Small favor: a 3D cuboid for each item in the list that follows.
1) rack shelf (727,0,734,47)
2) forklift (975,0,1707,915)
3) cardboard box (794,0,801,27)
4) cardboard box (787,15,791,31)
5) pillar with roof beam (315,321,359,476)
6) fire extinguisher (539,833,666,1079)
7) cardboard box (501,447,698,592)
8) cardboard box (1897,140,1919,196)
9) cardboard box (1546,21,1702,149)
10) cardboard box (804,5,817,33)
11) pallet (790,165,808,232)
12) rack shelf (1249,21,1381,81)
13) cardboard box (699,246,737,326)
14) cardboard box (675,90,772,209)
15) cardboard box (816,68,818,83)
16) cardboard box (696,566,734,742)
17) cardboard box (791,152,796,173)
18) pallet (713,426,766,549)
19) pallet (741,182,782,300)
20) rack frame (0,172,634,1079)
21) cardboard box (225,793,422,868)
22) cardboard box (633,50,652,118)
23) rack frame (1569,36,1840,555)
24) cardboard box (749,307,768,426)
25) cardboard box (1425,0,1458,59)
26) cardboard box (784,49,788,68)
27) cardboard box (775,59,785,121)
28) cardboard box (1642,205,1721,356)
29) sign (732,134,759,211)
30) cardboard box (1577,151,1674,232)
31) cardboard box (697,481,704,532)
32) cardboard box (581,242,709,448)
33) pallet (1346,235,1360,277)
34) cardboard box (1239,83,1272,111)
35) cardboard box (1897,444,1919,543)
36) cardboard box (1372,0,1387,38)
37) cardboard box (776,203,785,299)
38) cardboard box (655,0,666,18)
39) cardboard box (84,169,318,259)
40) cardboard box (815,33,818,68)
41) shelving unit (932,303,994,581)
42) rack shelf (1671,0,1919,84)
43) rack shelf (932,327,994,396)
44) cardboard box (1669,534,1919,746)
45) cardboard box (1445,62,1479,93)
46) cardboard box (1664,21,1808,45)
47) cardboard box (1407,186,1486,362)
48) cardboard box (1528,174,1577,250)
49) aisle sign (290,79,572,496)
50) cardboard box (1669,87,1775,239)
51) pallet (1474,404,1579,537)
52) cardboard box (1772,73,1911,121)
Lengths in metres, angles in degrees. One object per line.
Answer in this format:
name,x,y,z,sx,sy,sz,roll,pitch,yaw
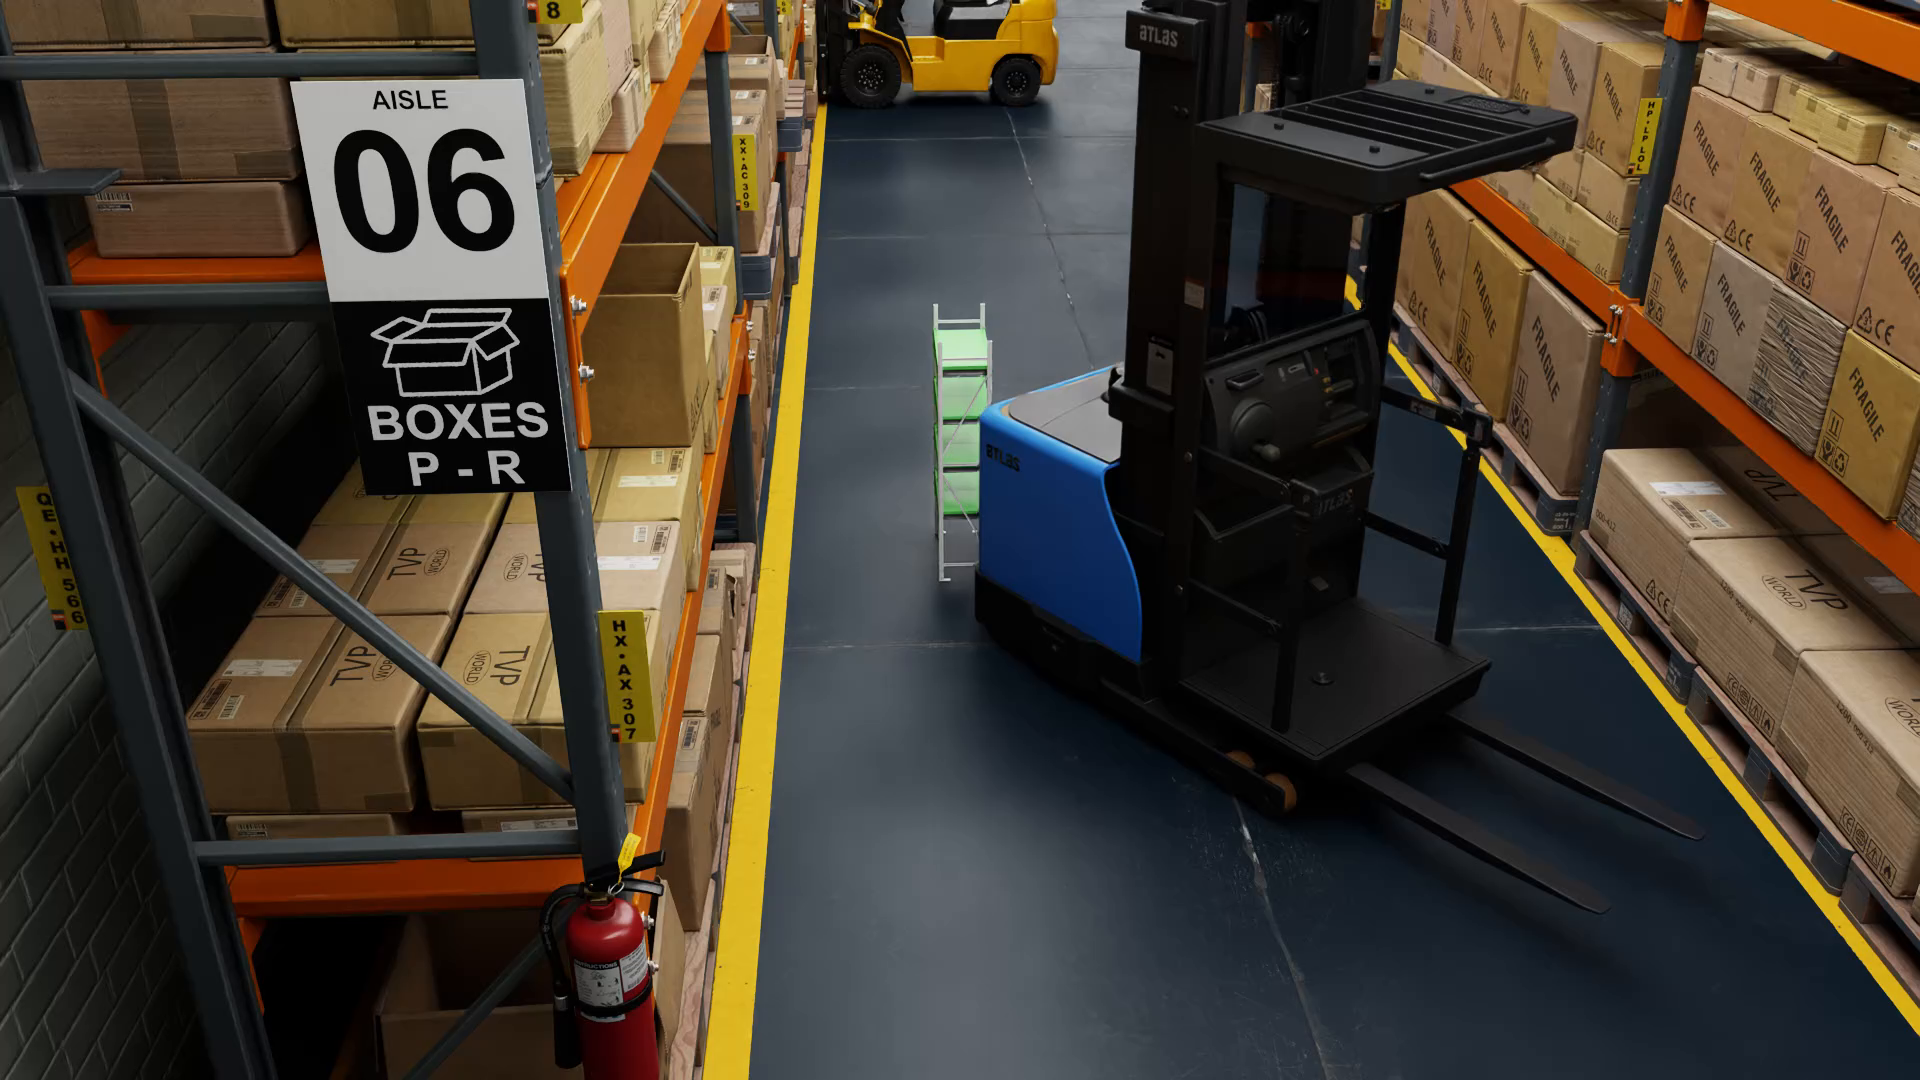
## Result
rack shelf,-1.560,-3.094,8.472,1.077,0.370,4.000,-1,28,-3
forklift,1.390,-0.519,6.076,1.130,2.935,3.031,-21,34,-34
cardboard box,-1.554,-4.328,13.467,0.500,0.250,0.500,-2,28,-3
cardboard box,-1.478,-3.845,12.001,0.500,0.250,0.500,-2,28,-4
pillar with roof beam,1.980,-3.579,5.382,9.100,9.000,0.400,-1,28,-3
fire extinguisher,-0.778,0.945,3.682,0.296,0.674,0.183,-1,28,-3
cardboard box,-1.058,-0.060,4.962,0.500,0.250,0.500,-2,28,-4
cardboard box,3.319,-1.200,5.416,0.380,0.149,0.250,-1,28,-2
cardboard box,3.192,-2.207,8.049,0.500,0.500,0.500,-1,28,-2
cardboard box,-1.640,-4.961,15.955,0.500,0.250,0.500,0,28,-1
pallet,-1.729,-2.713,13.223,1.003,0.211,1.213,-1,28,-3
rack shelf,3.188,-3.732,12.940,1.077,0.370,4.000,-1,28,-3
cardboard box,-1.186,-0.995,6.755,0.500,0.250,0.500,-1,28,-1
cardboard box,-1.285,-1.857,8.005,0.700,0.500,0.500,-1,28,-2
cardboard box,-1.653,-4.523,16.197,0.500,0.250,0.500,-1,28,-2
cardboard box,-1.244,0.451,6.391,0.700,0.500,0.500,-2,28,-5
cardboard box,-1.802,-3.387,13.615,0.875,0.625,0.625,-2,28,-3
pallet,-1.536,-0.297,8.592,1.003,0.211,1.213,-1,28,-3
pallet,-1.389,-1.445,7.985,1.003,0.211,1.213,-1,28,-3
rack frame,-1.247,0.688,3.687,1.000,3.000,0.127,-1,28,-3
cardboard box,-1.532,0.653,4.026,0.380,0.149,0.250,-2,28,-3
cardboard box,-0.999,-1.161,4.260,0.380,0.149,0.250,-1,28,-3
rack frame,3.501,-1.280,7.461,1.000,3.000,0.127,-1,28,-3
cardboard box,-1.316,-0.942,9.061,0.500,0.500,0.500,-2,28,-4
cardboard box,3.109,-3.153,9.862,0.500,0.500,0.500,-1,28,-2
cardboard box,-1.465,-3.383,11.654,0.500,0.250,0.500,-2,28,-4
cardboard box,-1.286,-2.646,9.788,0.500,0.250,0.500,-3,28,-5
cardboard box,3.264,-1.102,7.011,0.500,0.500,0.500,-1,28,-1
sign,-0.914,-1.559,7.060,0.100,0.325,0.005,-1,28,-3
cardboard box,3.235,-1.633,7.760,0.500,0.250,0.500,-1,28,-3
cardboard box,-1.042,-0.076,5.424,0.380,0.149,0.250,-1,28,-1
cardboard box,-1.080,-0.618,5.221,0.500,0.500,0.500,-1,28,-1
pallet,3.253,-2.252,12.340,1.003,0.211,1.213,-1,28,-3
cardboard box,2.784,-4.209,15.595,0.500,0.250,0.500,0,28,0
cardboard box,3.372,-0.163,5.211,0.500,0.500,0.500,-1,28,-1
cardboard box,2.991,-3.693,11.204,0.500,0.500,0.500,-2,28,-4
cardboard box,-1.428,-1.894,10.887,0.500,0.500,0.500,-1,28,-1
cardboard box,-1.109,-1.628,4.724,0.500,0.250,0.500,-2,28,-3
cardboard box,-1.495,-0.672,3.324,0.380,0.149,0.250,-1,28,-1
cardboard box,-1.634,-4.738,16.069,0.500,0.250,0.500,-2,28,-3
shelving unit,0.009,-0.456,7.826,0.258,1.200,0.503,-1,28,-3
rack shelf,3.605,-1.368,5.163,1.077,0.370,4.000,-1,28,-3
rack shelf,0.009,-0.824,7.634,0.258,0.148,0.480,-1,28,-3
cardboard box,3.474,0.375,6.603,0.875,0.438,0.875,-2,28,-4
cardboard box,3.111,-2.574,9.563,0.500,0.250,0.500,-1,28,-3
cardboard box,3.711,-2.213,8.059,0.500,0.500,0.500,-2,28,-3
cardboard box,3.287,-1.639,9.992,0.875,0.875,0.875,-1,28,-2
cardboard box,3.200,-1.650,8.333,0.500,0.250,0.500,-2,28,-3
aisle sign,-0.950,-0.440,3.039,0.394,0.787,0.004,-1,28,-3
cardboard box,3.284,-1.542,6.774,0.500,0.500,0.500,-1,28,-2
pallet,3.385,-0.399,8.786,1.003,0.211,1.213,-1,28,-3
cardboard box,3.343,-1.669,6.315,0.380,0.149,0.250,-2,28,-3
